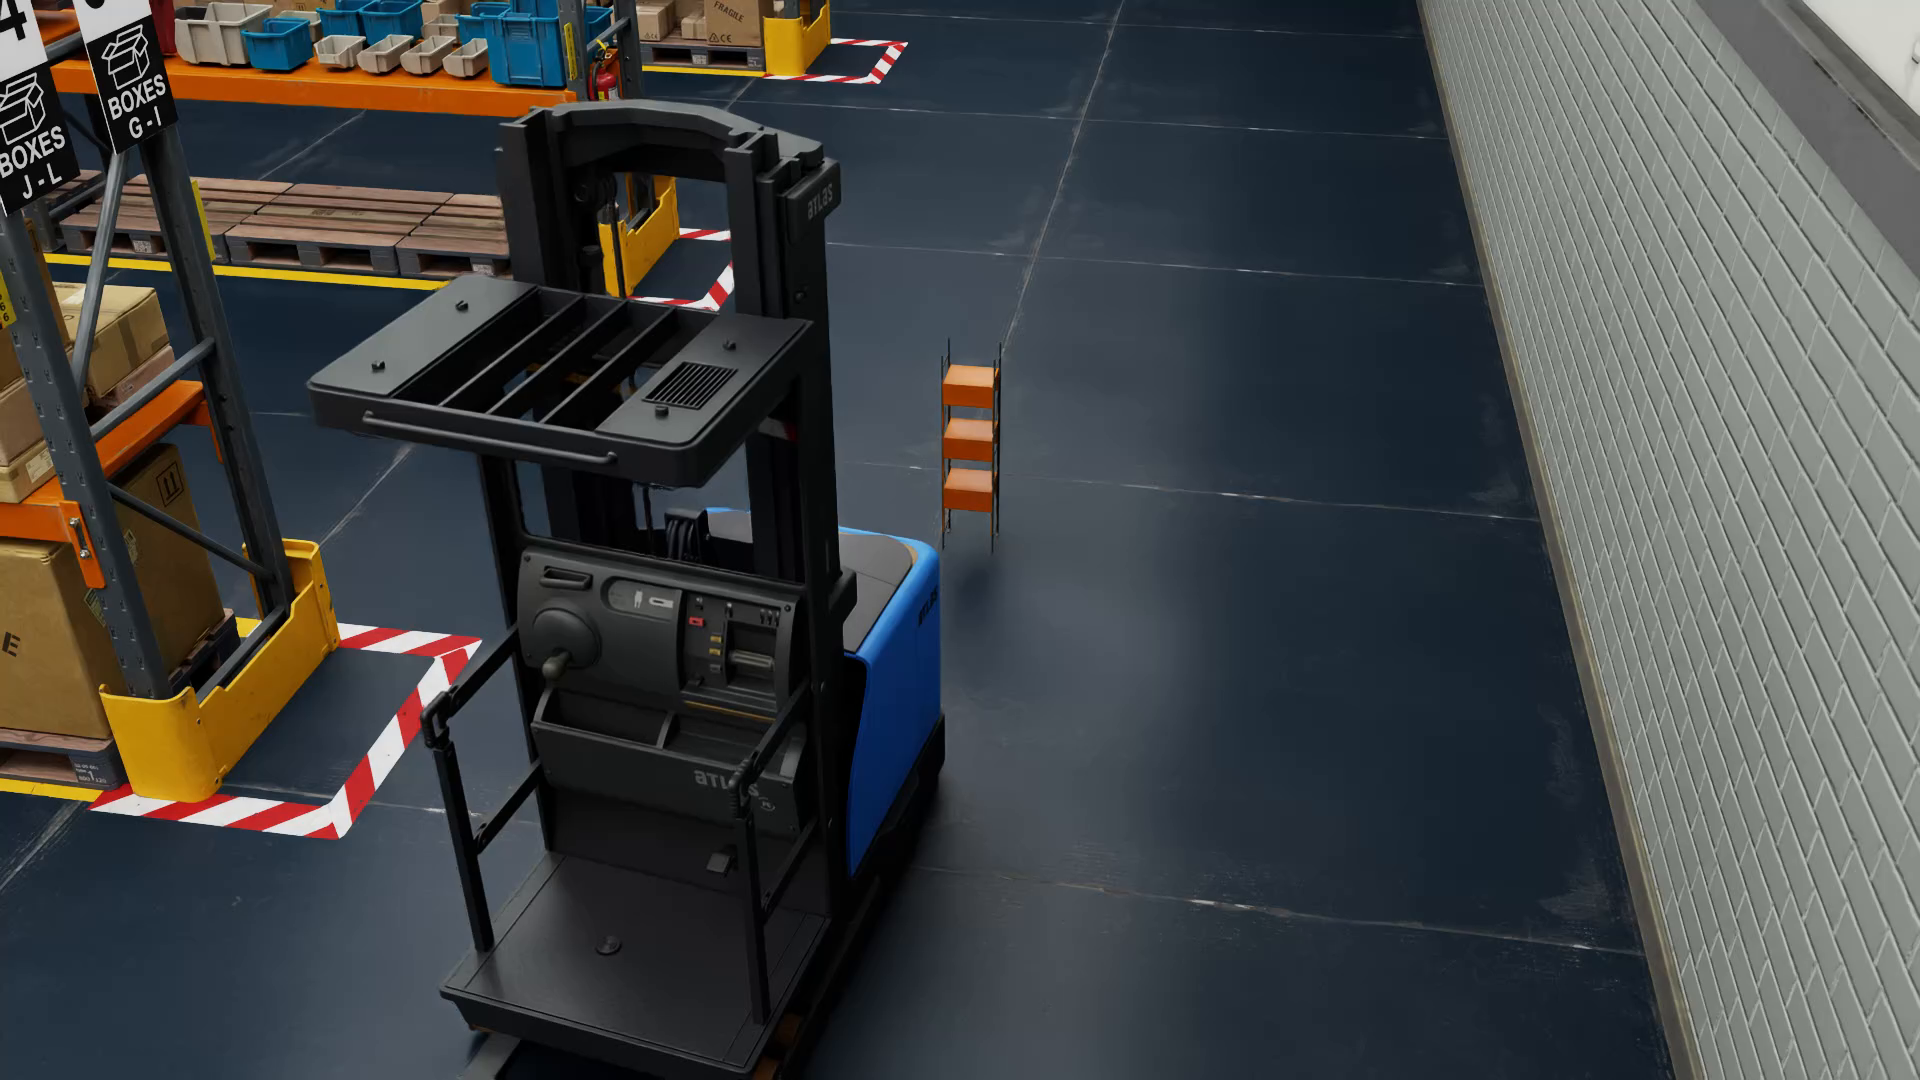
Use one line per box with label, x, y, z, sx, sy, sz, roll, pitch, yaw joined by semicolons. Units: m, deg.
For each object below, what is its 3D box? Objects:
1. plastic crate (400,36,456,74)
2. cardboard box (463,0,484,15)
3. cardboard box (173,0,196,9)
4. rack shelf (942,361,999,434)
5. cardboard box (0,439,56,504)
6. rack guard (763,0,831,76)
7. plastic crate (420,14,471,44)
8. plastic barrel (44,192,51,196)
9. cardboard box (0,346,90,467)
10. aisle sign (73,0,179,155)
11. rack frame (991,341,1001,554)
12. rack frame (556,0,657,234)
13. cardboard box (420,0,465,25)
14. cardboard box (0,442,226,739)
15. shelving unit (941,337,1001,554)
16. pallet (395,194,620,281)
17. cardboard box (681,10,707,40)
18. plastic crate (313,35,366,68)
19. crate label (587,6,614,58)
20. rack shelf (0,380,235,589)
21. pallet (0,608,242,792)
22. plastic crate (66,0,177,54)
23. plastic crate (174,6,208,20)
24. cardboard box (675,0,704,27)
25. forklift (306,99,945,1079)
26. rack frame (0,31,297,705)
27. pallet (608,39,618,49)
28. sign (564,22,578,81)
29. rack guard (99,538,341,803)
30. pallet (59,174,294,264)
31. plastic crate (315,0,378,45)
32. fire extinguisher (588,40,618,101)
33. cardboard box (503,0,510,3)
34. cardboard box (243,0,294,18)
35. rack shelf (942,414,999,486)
plastic crate;-3.363;-3.063;10.509;0.243;0.136;0.396;5;32;8
cardboard box;-4.742;-5.310;15.847;0.500;0.500;0.500;5;32;8
cardboard box;-7.368;-5.244;15.742;0.500;0.500;0.500;4;32;7
rack shelf;0.053;-0.672;7.819;0.240;0.259;0.215;5;32;8
cardboard box;-3.485;-0.301;6.140;0.250;0.149;0.380;6;33;9
rack guard;-1.484;-4.676;15.249;0.348;0.500;1.175;5;32;8
plastic crate;-3.405;-3.378;11.012;0.298;0.136;0.250;5;32;8
plastic barrel;-6.722;-2.841;11.544;0.708;0.901;0.600;5;32;8
cardboard box;-3.601;-0.515;6.106;0.500;0.250;0.500;5;32;7
aisle sign;-2.958;-1.800;5.848;0.004;0.787;0.394;5;32;8
rack frame;0.173;-0.429;7.946;0.008;1.050;0.200;5;32;8
rack frame;-2.246;-3.138;10.436;0.127;3.000;1.000;5;32;8
cardboard box;-4.974;-4.982;15.501;0.500;0.311;0.500;5;32;8
cardboard box;-3.723;0.160;6.774;0.875;0.875;0.875;5;32;8
shelving unit;0.053;-0.440;7.964;0.252;1.050;0.215;5;32;8
pallet;-3.052;-2.050;11.326;1.213;0.211;1.003;5;32;8
cardboard box;-2.370;-4.717;15.214;0.250;0.166;0.380;5;32;8
plastic crate;-3.937;-3.092;10.555;0.250;0.136;0.298;5;32;8
crate label;-2.434;-3.287;10.775;0.303;0.233;0.416;5;32;8
rack shelf;-5.051;-0.421;6.774;4.000;0.370;1.077;5;32;8
pallet;-3.880;0.604;7.086;1.213;0.211;1.003;5;32;8
plastic crate;-5.351;-3.337;10.637;0.583;0.464;0.402;5;32;8
plastic crate;-5.040;-3.444;11.129;0.590;0.125;0.437;5;32;8
cardboard box;-2.390;-4.991;15.573;0.500;0.250;0.500;5;32;8
forklift;-1.004;0.340;4.944;1.130;2.935;3.031;10;33;15
rack frame;-3.079;-0.548;6.298;0.127;3.000;1.000;5;32;8
pallet;-3.469;-4.734;15.614;1.213;0.211;1.003;5;32;8
sign;-2.322;-2.918;9.931;0.005;0.325;0.100;5;32;8
rack guard;-3.055;0.514;6.957;0.348;0.500;1.175;5;32;8
pallet;-5.457;-2.268;11.674;1.213;0.211;1.003;5;32;8
plastic crate;-4.027;-3.431;11.006;0.300;0.233;0.416;5;32;8
fire extinguisher;-2.174;-2.696;10.154;0.183;0.674;0.296;5;32;8
cardboard box;-4.003;-5.163;15.790;0.500;0.311;0.500;5;32;8
cardboard box;-6.372;-5.155;15.600;0.500;0.500;0.500;5;32;8
rack shelf;0.053;-0.431;7.969;0.240;0.259;0.215;5;32;8
